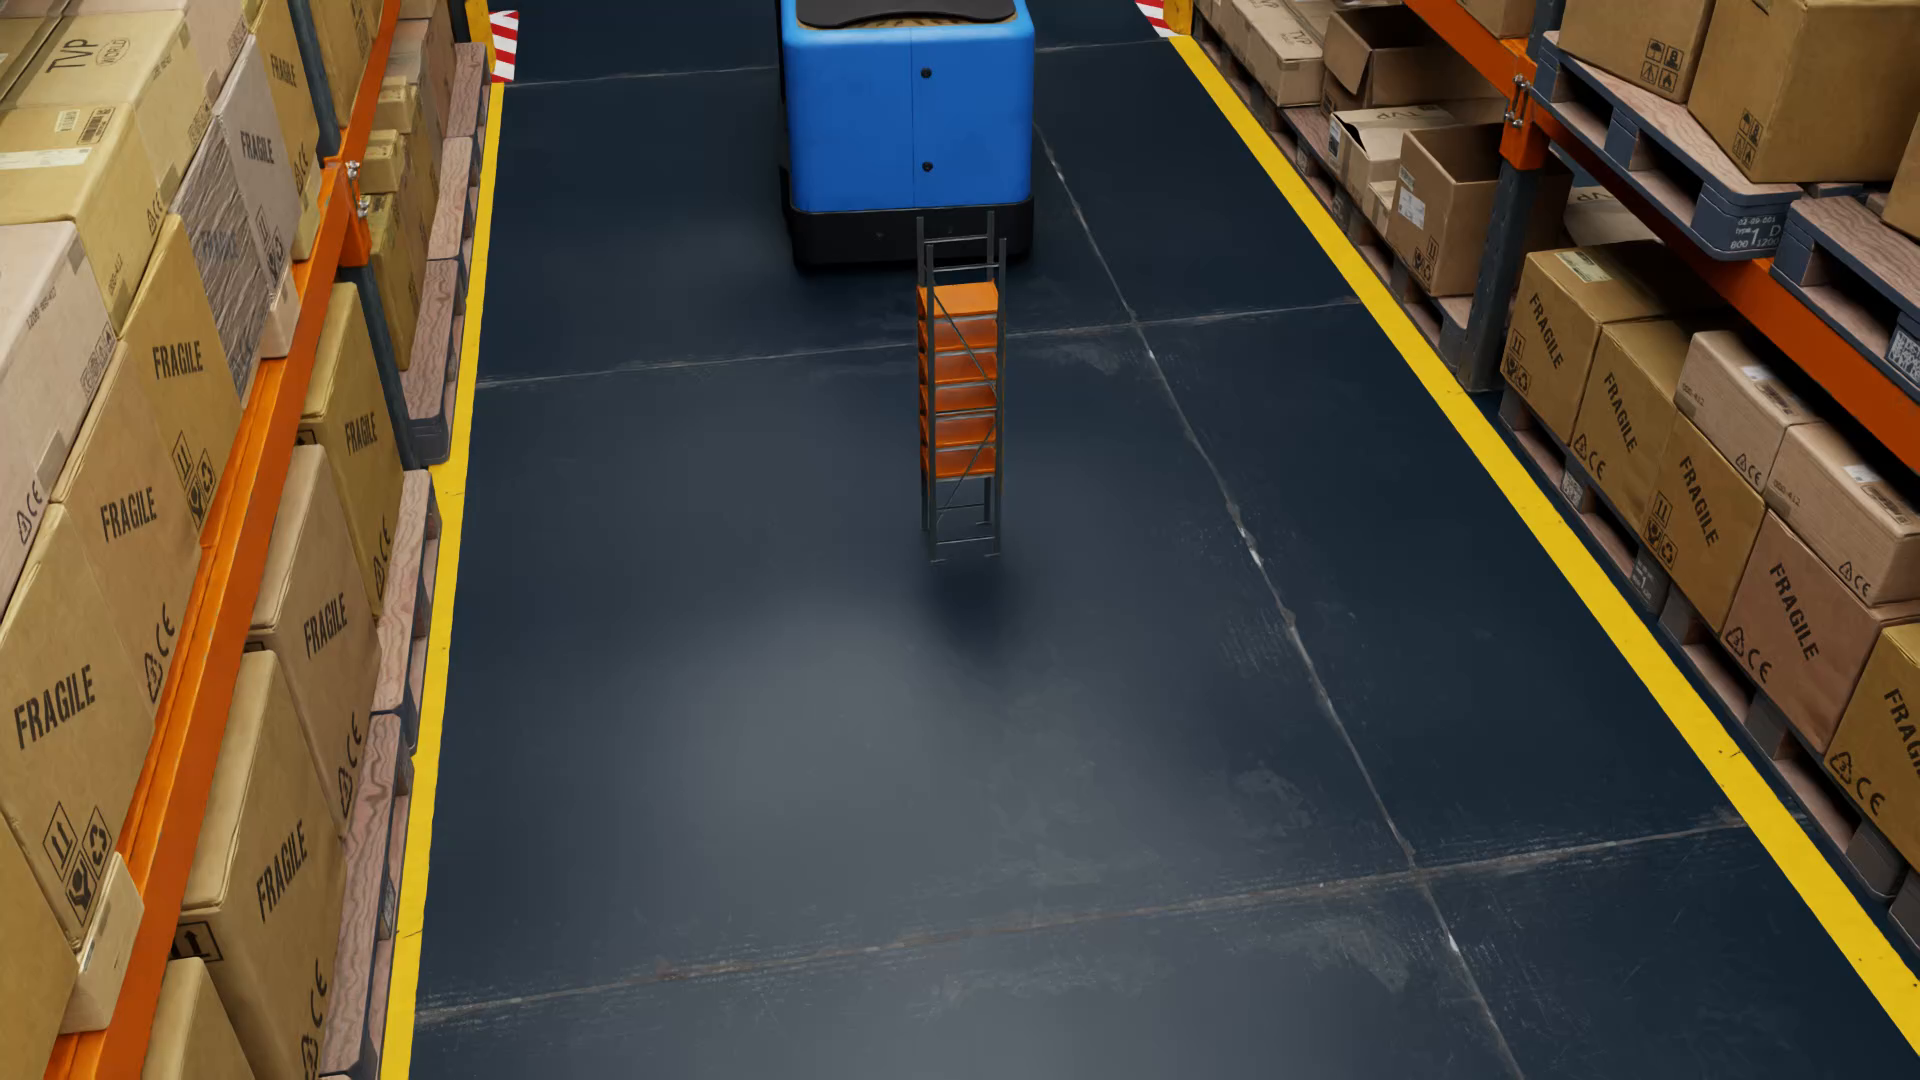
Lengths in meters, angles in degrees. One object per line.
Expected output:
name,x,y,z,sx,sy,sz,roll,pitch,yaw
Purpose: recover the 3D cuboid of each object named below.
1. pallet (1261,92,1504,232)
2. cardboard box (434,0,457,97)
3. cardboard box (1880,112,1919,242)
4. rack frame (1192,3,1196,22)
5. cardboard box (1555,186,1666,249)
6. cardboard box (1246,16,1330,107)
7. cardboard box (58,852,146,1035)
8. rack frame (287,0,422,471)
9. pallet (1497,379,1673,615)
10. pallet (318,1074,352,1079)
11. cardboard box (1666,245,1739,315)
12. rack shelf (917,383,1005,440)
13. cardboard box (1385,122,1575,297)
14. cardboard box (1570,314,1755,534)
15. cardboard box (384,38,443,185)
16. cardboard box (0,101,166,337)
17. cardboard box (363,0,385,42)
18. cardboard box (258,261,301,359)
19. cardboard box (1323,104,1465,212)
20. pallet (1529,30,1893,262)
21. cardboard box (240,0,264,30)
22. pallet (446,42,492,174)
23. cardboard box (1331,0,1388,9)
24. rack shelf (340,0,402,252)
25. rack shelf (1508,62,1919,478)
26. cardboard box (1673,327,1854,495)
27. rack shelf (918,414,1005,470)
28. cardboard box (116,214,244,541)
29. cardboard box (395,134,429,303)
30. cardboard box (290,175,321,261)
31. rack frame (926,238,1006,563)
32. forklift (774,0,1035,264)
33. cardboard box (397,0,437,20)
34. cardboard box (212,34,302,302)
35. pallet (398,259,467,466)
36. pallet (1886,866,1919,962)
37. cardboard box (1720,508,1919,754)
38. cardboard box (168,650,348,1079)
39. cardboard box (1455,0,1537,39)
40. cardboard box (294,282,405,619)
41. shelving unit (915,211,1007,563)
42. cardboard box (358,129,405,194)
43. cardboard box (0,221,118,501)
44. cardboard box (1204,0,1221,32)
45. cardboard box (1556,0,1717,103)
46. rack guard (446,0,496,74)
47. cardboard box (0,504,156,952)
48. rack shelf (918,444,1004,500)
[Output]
pallet,2.123,-1.892,8.013,1.003,0.211,1.213,-6,38,-8
cardboard box,-2.897,-2.487,8.202,0.700,0.500,0.500,-6,38,-8
cardboard box,2.830,-0.984,4.148,0.700,0.500,0.500,-16,41,-19
rack frame,1.758,-4.256,8.783,1.000,3.000,0.127,-6,38,-8
cardboard box,2.599,-1.228,6.719,0.500,0.311,0.500,-6,38,-8
cardboard box,1.749,-2.381,8.252,0.500,0.250,0.500,-6,38,-8
cardboard box,-1.544,0.656,2.649,0.380,0.149,0.250,-5,38,-7
rack frame,-2.417,-1.305,4.984,1.000,3.000,0.127,-6,38,-8
pallet,2.639,-0.251,5.901,1.003,0.211,1.213,-6,38,-8
pallet,-1.780,1.728,3.353,1.003,0.211,1.213,-6,38,-8
cardboard box,2.828,-0.759,5.961,0.500,0.500,0.500,-6,38,-8
rack shelf,0.003,-0.430,5.398,0.258,0.103,0.180,-6,38,-8
cardboard box,2.080,-1.340,6.709,0.500,0.500,0.500,-6,38,-8
cardboard box,2.409,-0.387,5.482,0.500,0.500,0.500,-6,38,-7
cardboard box,-2.720,-1.881,7.422,0.700,0.500,0.500,-7,38,-9
cardboard box,-1.824,-0.585,3.107,0.500,0.250,0.500,-7,38,-9
cardboard box,-2.619,-2.194,5.884,0.980,0.700,0.700,-7,38,-9
cardboard box,-1.906,-0.575,4.234,0.380,0.149,0.250,-6,38,-8
cardboard box,1.949,-1.718,7.350,0.500,0.311,0.500,-6,38,-8
pallet,2.492,-1.269,5.095,1.003,0.211,1.213,-6,38,-8
cardboard box,-2.083,-1.511,4.298,0.500,0.250,0.500,-5,38,-7
pallet,-2.901,-2.145,8.339,1.003,0.211,1.213,-6,38,-8
cardboard box,2.078,-2.754,8.801,0.380,0.166,0.250,-6,38,-8
rack shelf,-2.768,-2.228,6.760,1.077,0.370,4.000,-6,38,-8
rack shelf,2.810,-0.348,4.339,1.077,0.370,4.000,-6,38,-8
cardboard box,2.480,-0.400,4.888,0.500,0.250,0.500,-6,38,-8
rack shelf,0.003,-0.335,5.472,0.258,0.103,0.180,-6,38,-8
cardboard box,-1.816,-0.305,3.358,0.500,0.500,0.500,-5,38,-7
cardboard box,-2.532,-1.250,6.609,0.700,0.500,0.500,-7,38,-8
cardboard box,-2.012,-0.890,4.639,0.380,0.149,0.250,-6,38,-7
rack frame,0.019,-0.410,5.300,0.240,1.200,0.006,-6,38,-8
forklift,-0.346,-3.238,7.529,1.130,2.935,3.031,-4,38,-5
cardboard box,-2.650,-2.531,7.730,0.380,0.149,0.250,-5,38,-7
cardboard box,-1.989,-0.911,4.137,0.500,0.500,0.500,-6,38,-8
pallet,-2.473,-0.671,6.442,1.003,0.211,1.213,-6,38,-8
pallet,3.067,1.223,4.004,1.003,0.211,1.213,-6,38,-8
cardboard box,2.577,0.221,4.699,0.500,0.500,0.500,-8,38,-10
cardboard box,-1.863,0.806,3.677,0.750,0.750,0.750,-6,38,-8
cardboard box,2.119,-2.153,5.995,0.500,0.500,0.500,-6,38,-7
cardboard box,-2.175,-0.243,5.028,0.750,0.750,0.750,-6,38,-7
shelving unit,0.003,-0.465,5.371,0.258,1.200,0.189,-6,38,-8
cardboard box,-2.328,-1.429,6.310,0.380,0.149,0.250,-5,38,-6
cardboard box,-1.728,-0.278,2.711,0.500,0.250,0.500,-6,38,-8
cardboard box,1.537,-2.870,8.950,0.380,0.166,0.250,-6,38,-8
cardboard box,2.322,-1.735,5.114,0.700,0.500,0.500,-19,42,-23
rack guard,-3.122,-2.748,8.880,1.175,0.500,0.348,-6,38,-8
cardboard box,-1.632,0.308,2.568,0.500,0.500,0.500,-5,38,-6
rack shelf,0.003,-0.240,5.545,0.258,0.103,0.180,-6,38,-8
